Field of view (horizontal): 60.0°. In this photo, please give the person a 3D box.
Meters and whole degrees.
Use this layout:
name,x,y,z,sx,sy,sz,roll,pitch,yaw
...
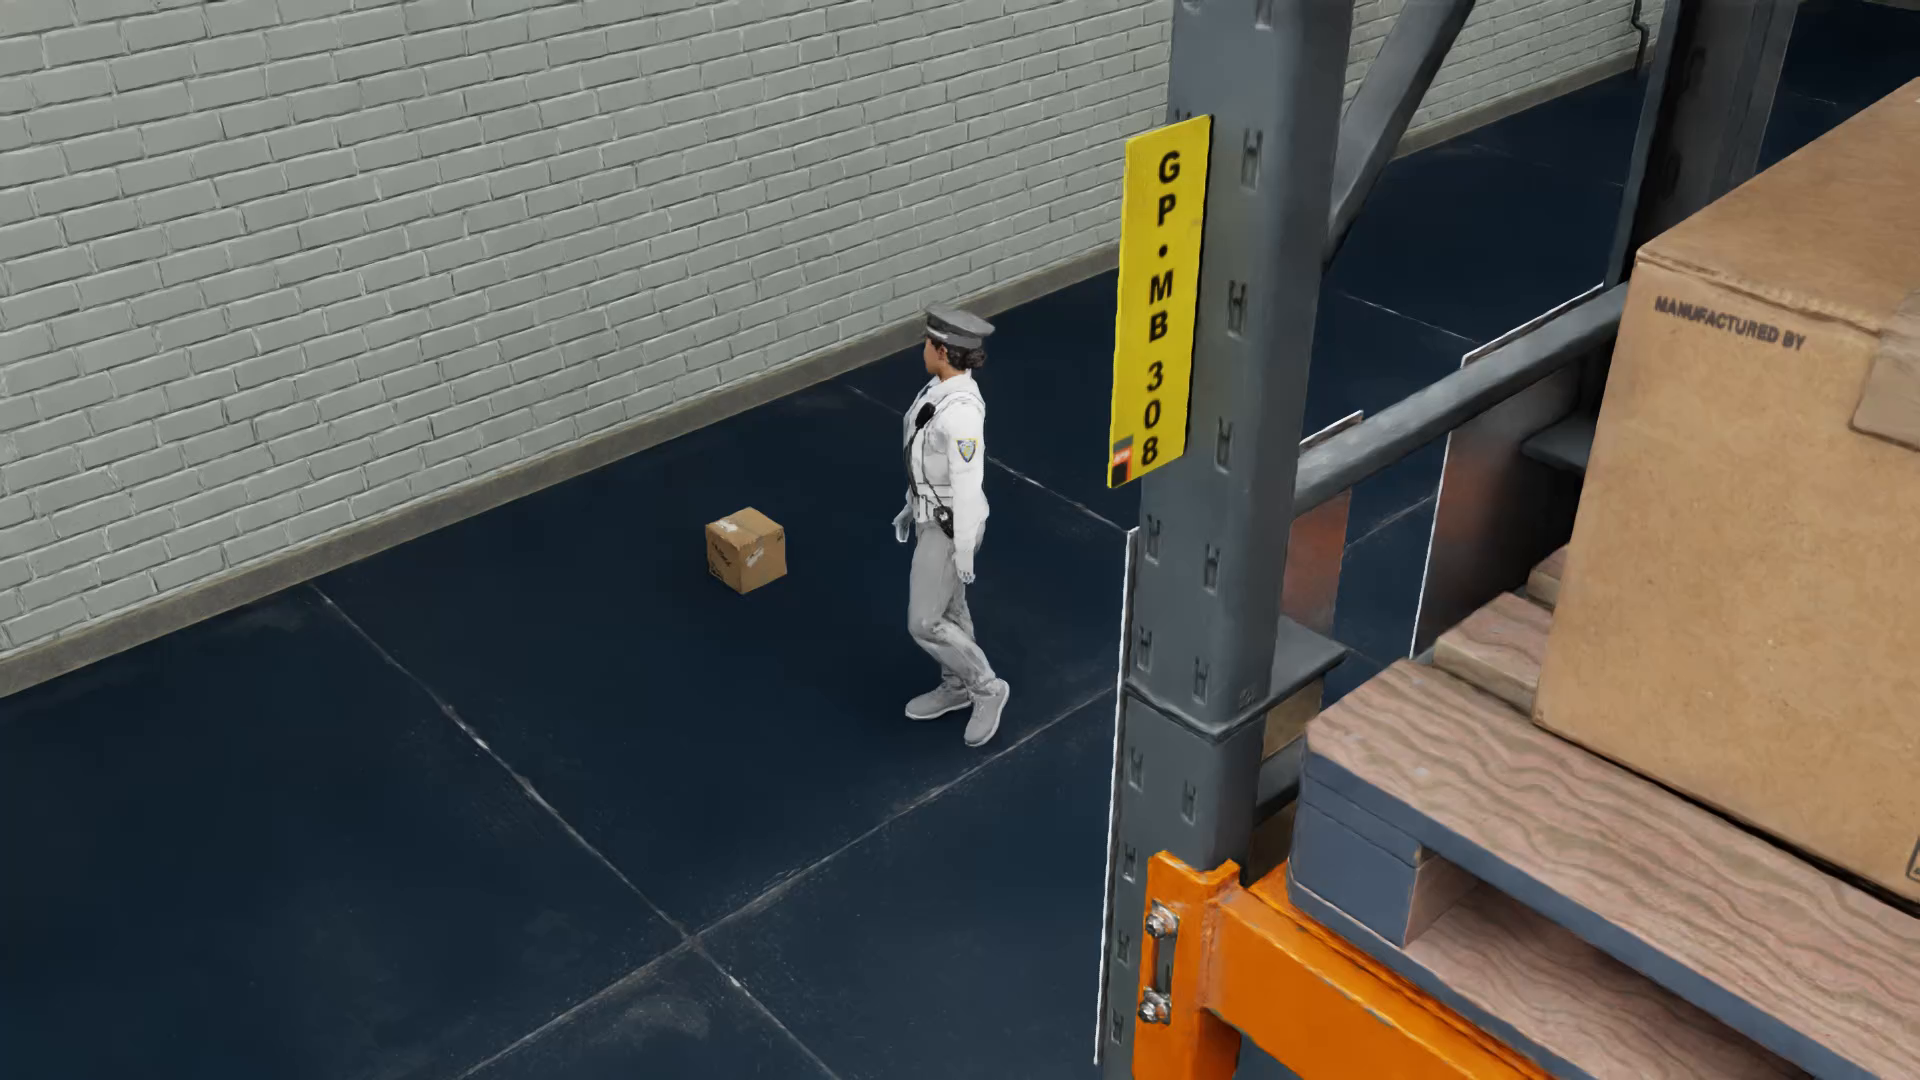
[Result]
name,x,y,z,sx,sy,sz,roll,pitch,yaw
person,-0.033,-0.045,6.193,0.417,1.675,0.568,-5,32,-8
